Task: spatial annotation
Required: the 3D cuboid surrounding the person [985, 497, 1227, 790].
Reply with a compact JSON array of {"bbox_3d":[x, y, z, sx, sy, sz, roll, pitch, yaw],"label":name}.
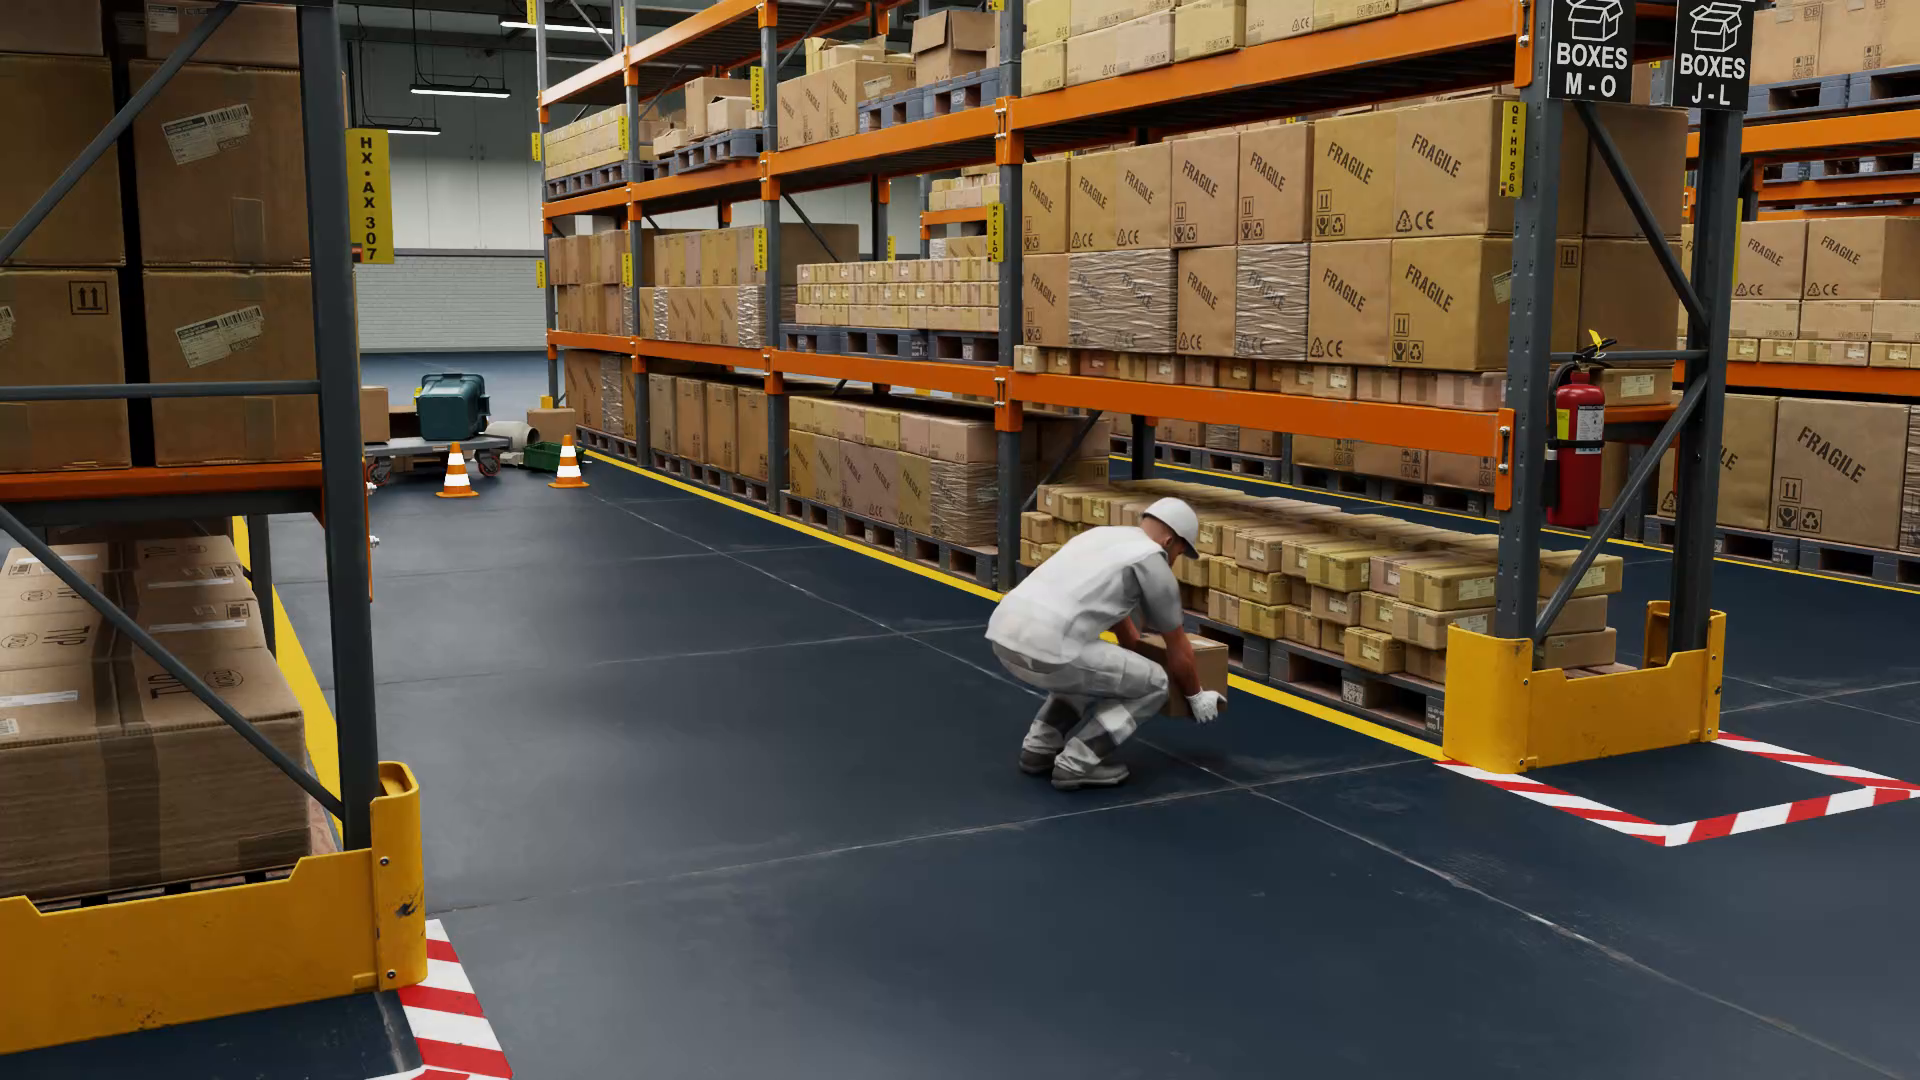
[{"bbox_3d":[0.526,0.361,6.062,0.903,0.994,0.541,-4,9,-27],"label":"person"}]
